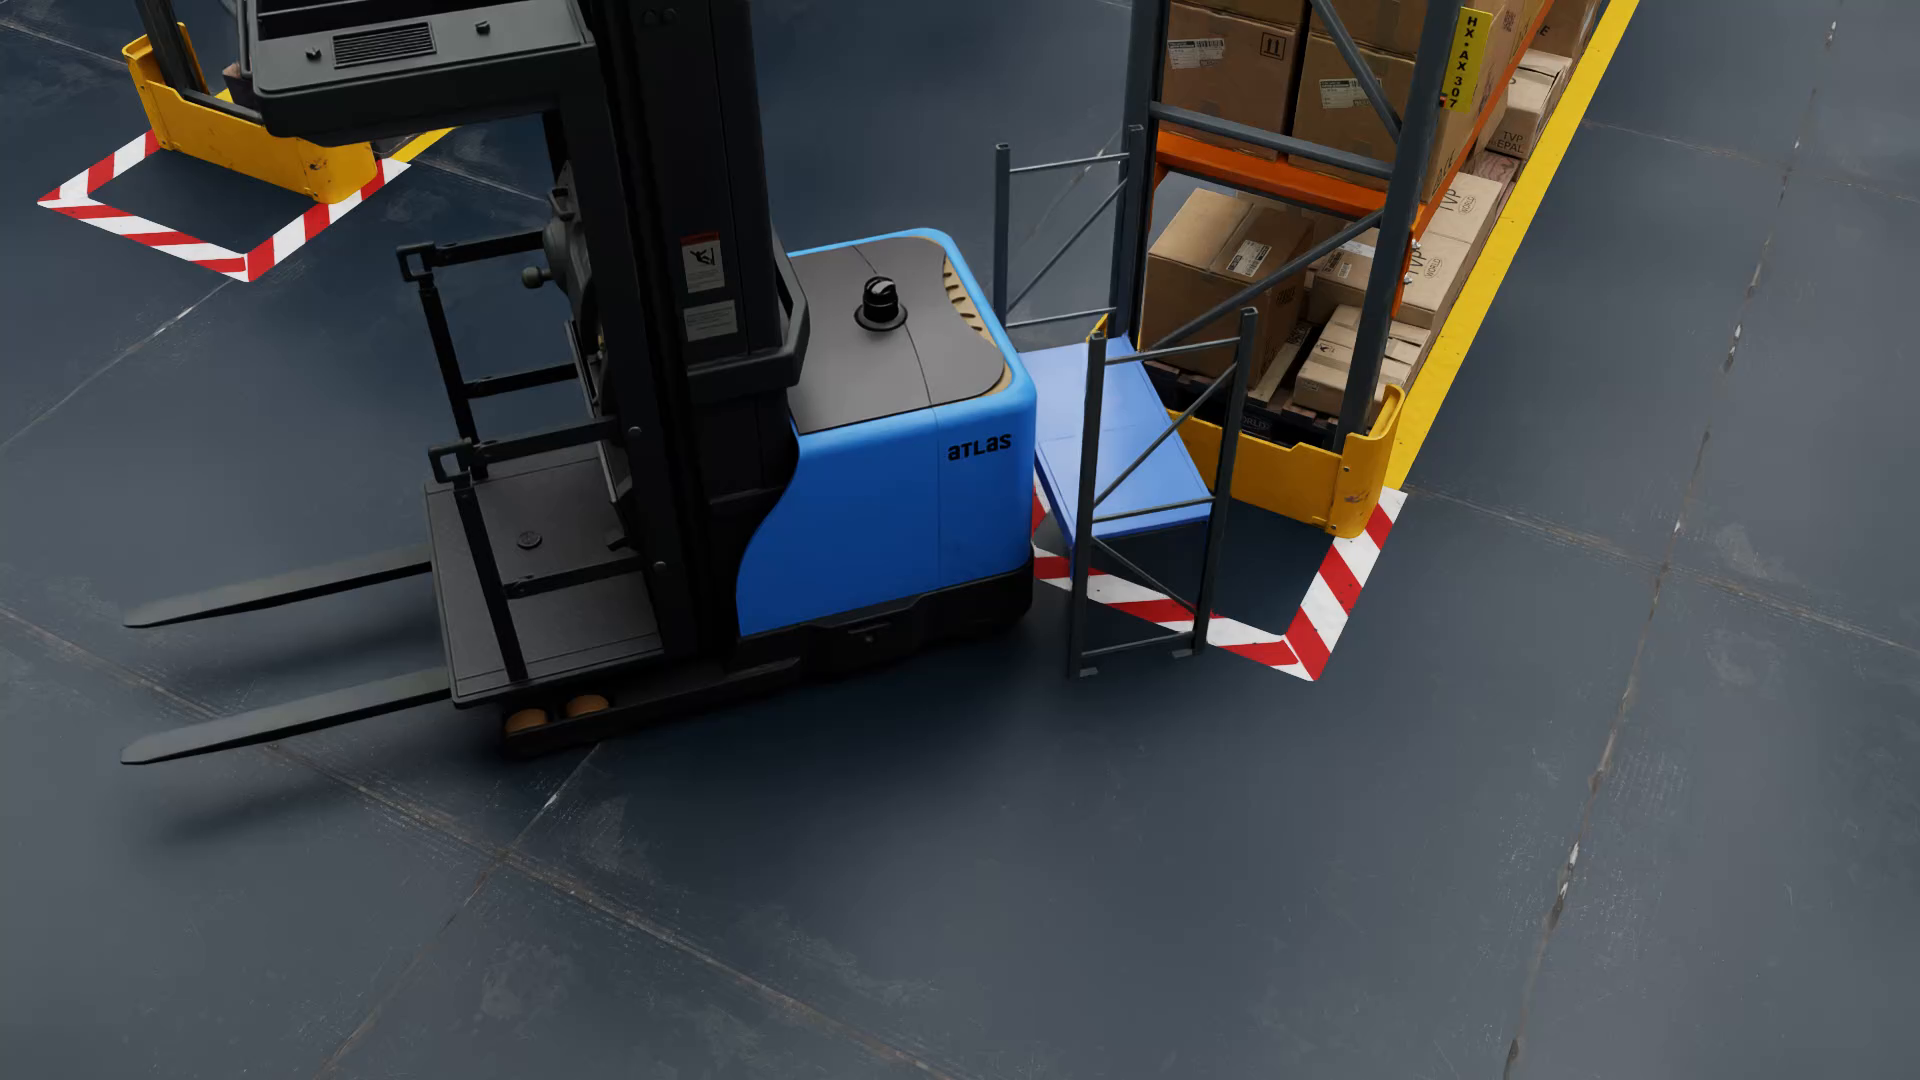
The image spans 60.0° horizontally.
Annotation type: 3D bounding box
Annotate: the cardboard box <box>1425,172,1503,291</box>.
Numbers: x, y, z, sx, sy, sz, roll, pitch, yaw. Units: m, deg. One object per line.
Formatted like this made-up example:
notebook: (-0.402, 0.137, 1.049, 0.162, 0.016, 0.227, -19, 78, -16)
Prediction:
cardboard box: (1.983, -1.363, 7.112, 0.500, 0.250, 0.500, 20, 49, 19)

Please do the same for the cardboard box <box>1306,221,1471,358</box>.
cardboard box: (1.751, -1.048, 6.800, 0.500, 0.250, 0.500, 20, 49, 19)

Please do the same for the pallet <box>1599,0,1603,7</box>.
pallet: (3.216, -3.360, 9.423, 1.003, 0.211, 1.213, 20, 49, 19)

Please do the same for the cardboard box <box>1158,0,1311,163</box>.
cardboard box: (0.982, -1.703, 5.754, 0.500, 0.500, 0.500, 22, 49, 20)

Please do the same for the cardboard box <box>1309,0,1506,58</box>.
cardboard box: (1.455, -1.875, 5.221, 0.500, 0.500, 0.500, 22, 49, 20)

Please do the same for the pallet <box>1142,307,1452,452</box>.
pallet: (1.420, -0.866, 6.957, 1.003, 0.211, 1.213, 20, 49, 19)

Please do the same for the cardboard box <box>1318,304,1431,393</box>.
cardboard box: (1.630, -0.762, 6.577, 0.380, 0.166, 0.250, 20, 49, 19)

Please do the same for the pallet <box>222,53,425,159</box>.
pallet: (-2.953, -2.460, 8.533, 1.003, 0.211, 1.213, 20, 49, 19)

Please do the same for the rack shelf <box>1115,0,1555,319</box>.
rack shelf: (1.943, -2.303, 6.923, 1.077, 0.370, 4.000, 20, 49, 19)

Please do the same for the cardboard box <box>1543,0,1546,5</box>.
cardboard box: (2.158, -2.480, 6.521, 0.500, 0.500, 0.500, 21, 49, 20)

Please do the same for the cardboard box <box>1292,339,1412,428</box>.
cardboard box: (1.514, -0.599, 6.428, 0.380, 0.149, 0.250, 20, 49, 19)

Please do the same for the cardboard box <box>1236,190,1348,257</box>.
cardboard box: (1.517, -1.496, 7.244, 0.500, 0.250, 0.500, 20, 49, 19)

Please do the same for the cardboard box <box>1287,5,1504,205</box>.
cardboard box: (1.455, -1.523, 5.576, 0.500, 0.500, 0.500, 21, 49, 20)

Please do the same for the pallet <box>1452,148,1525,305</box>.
pallet: (1.987, -1.631, 7.714, 1.003, 0.211, 1.213, 20, 49, 19)

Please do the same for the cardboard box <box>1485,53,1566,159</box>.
cardboard box: (2.510, -2.100, 7.798, 0.500, 0.311, 0.500, 20, 49, 19)

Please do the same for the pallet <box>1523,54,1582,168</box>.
pallet: (2.552, -2.403, 8.477, 1.003, 0.211, 1.213, 20, 49, 19)

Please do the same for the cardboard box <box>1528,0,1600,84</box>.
cardboard box: (2.859, -2.639, 8.197, 0.500, 0.500, 0.500, 20, 49, 19)

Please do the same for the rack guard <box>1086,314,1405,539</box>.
rack guard: (1.050, -0.465, 6.358, 1.175, 0.500, 0.348, 20, 49, 19)

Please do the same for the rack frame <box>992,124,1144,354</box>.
rack frame: (0.360, -0.794, 5.980, 0.500, 1.500, 0.032, -10, 46, -10)

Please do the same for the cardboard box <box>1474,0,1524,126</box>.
cardboard box: (1.689, -1.850, 5.899, 0.500, 0.500, 0.500, 20, 49, 19)

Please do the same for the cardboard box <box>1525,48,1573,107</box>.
cardboard box: (2.738, -2.259, 8.069, 0.380, 0.149, 0.250, 20, 49, 19)

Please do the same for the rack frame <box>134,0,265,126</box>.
rack frame: (-3.371, -2.933, 7.040, 1.000, 3.000, 0.127, 20, 49, 19)

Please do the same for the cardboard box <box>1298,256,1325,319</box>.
cardboard box: (1.317, -1.104, 6.915, 0.380, 0.166, 0.250, 20, 49, 19)

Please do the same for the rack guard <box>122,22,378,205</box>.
rack guard: (-3.370, -2.035, 7.910, 1.175, 0.500, 0.348, 20, 49, 19)

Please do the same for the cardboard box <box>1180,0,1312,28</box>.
cardboard box: (0.978, -2.053, 5.397, 0.500, 0.500, 0.500, 20, 49, 19)

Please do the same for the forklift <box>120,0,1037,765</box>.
forklift: (-1.316, -0.734, 4.915, 3.031, 2.935, 1.130, -13, 47, -13)

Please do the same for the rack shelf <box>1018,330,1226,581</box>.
rack shelf: (0.487, -0.317, 5.762, 0.538, 0.185, 1.000, -10, 46, -10)

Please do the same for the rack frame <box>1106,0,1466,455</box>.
rack frame: (1.015, -1.296, 5.422, 1.000, 3.000, 0.127, 20, 49, 19)

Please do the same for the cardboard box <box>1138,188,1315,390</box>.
cardboard box: (1.049, -0.996, 6.573, 0.500, 0.500, 0.500, 20, 49, 19)

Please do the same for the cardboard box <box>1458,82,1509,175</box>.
cardboard box: (2.004, -1.907, 7.472, 0.797, 0.503, 0.637, 20, 49, 19)

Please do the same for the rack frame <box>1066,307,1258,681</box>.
rack frame: (0.614, -0.093, 5.288, 0.500, 1.500, 0.032, -10, 46, -10)

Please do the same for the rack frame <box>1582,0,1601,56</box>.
rack frame: (2.872, -3.816, 7.912, 1.000, 3.000, 0.127, 20, 49, 19)

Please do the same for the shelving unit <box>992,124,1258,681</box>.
shelving unit: (0.487, -0.444, 5.634, 0.538, 1.500, 1.048, -10, 46, -10)

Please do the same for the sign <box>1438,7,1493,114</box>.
sign: (1.496, -1.421, 4.937, 0.100, 0.325, 0.005, 20, 49, 19)

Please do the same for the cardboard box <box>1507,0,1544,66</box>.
cardboard box: (1.925, -2.165, 6.211, 0.500, 0.500, 0.500, 20, 49, 19)
